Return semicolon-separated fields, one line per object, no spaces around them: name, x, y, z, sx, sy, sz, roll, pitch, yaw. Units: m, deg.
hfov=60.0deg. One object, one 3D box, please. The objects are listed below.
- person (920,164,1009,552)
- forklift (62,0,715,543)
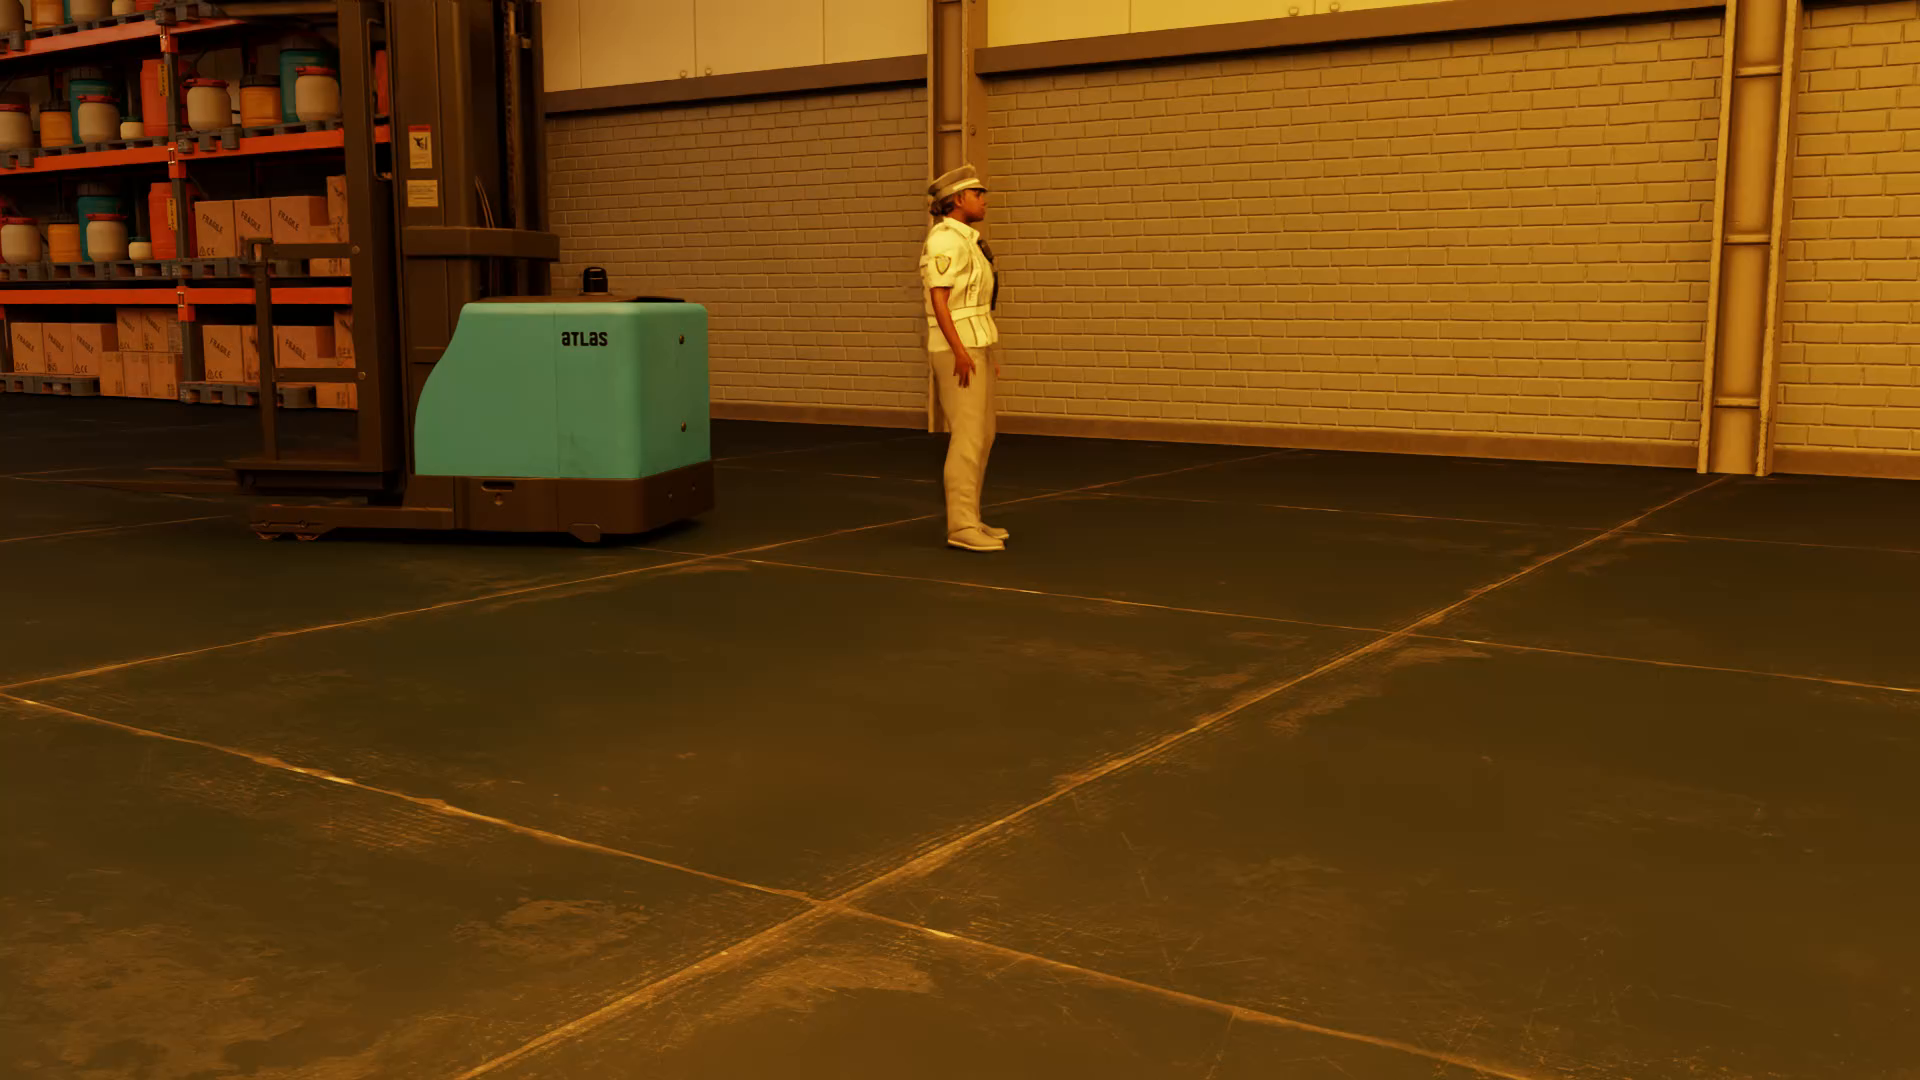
person;0.040;-0.827;7.437;0.440;1.693;0.641;2;8;13
forklift;-2.779;-1.517;7.861;3.031;2.935;1.130;2;8;11
